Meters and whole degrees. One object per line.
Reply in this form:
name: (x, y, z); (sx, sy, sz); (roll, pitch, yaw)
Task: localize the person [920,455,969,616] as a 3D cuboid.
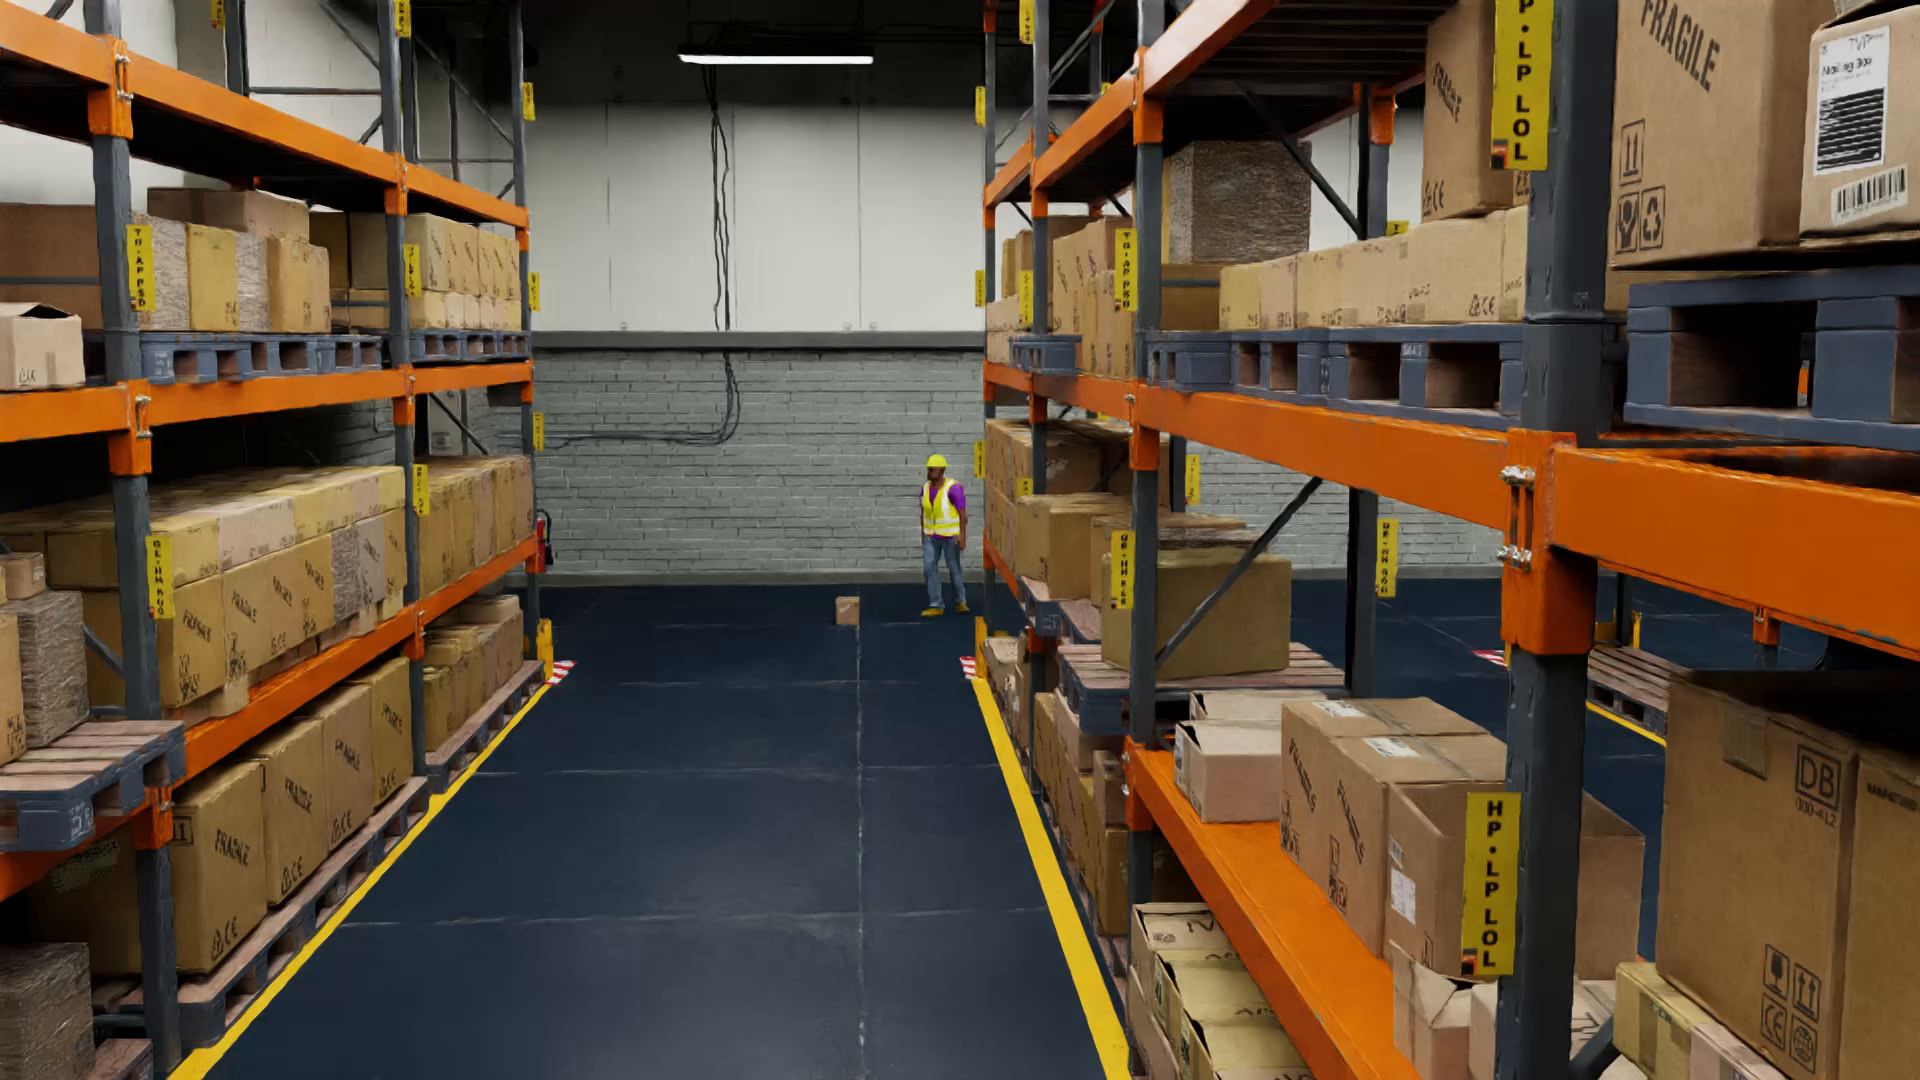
person: (-0.177, -0.056, 18.142); (0.600, 1.755, 0.580); (4, 8, 29)
